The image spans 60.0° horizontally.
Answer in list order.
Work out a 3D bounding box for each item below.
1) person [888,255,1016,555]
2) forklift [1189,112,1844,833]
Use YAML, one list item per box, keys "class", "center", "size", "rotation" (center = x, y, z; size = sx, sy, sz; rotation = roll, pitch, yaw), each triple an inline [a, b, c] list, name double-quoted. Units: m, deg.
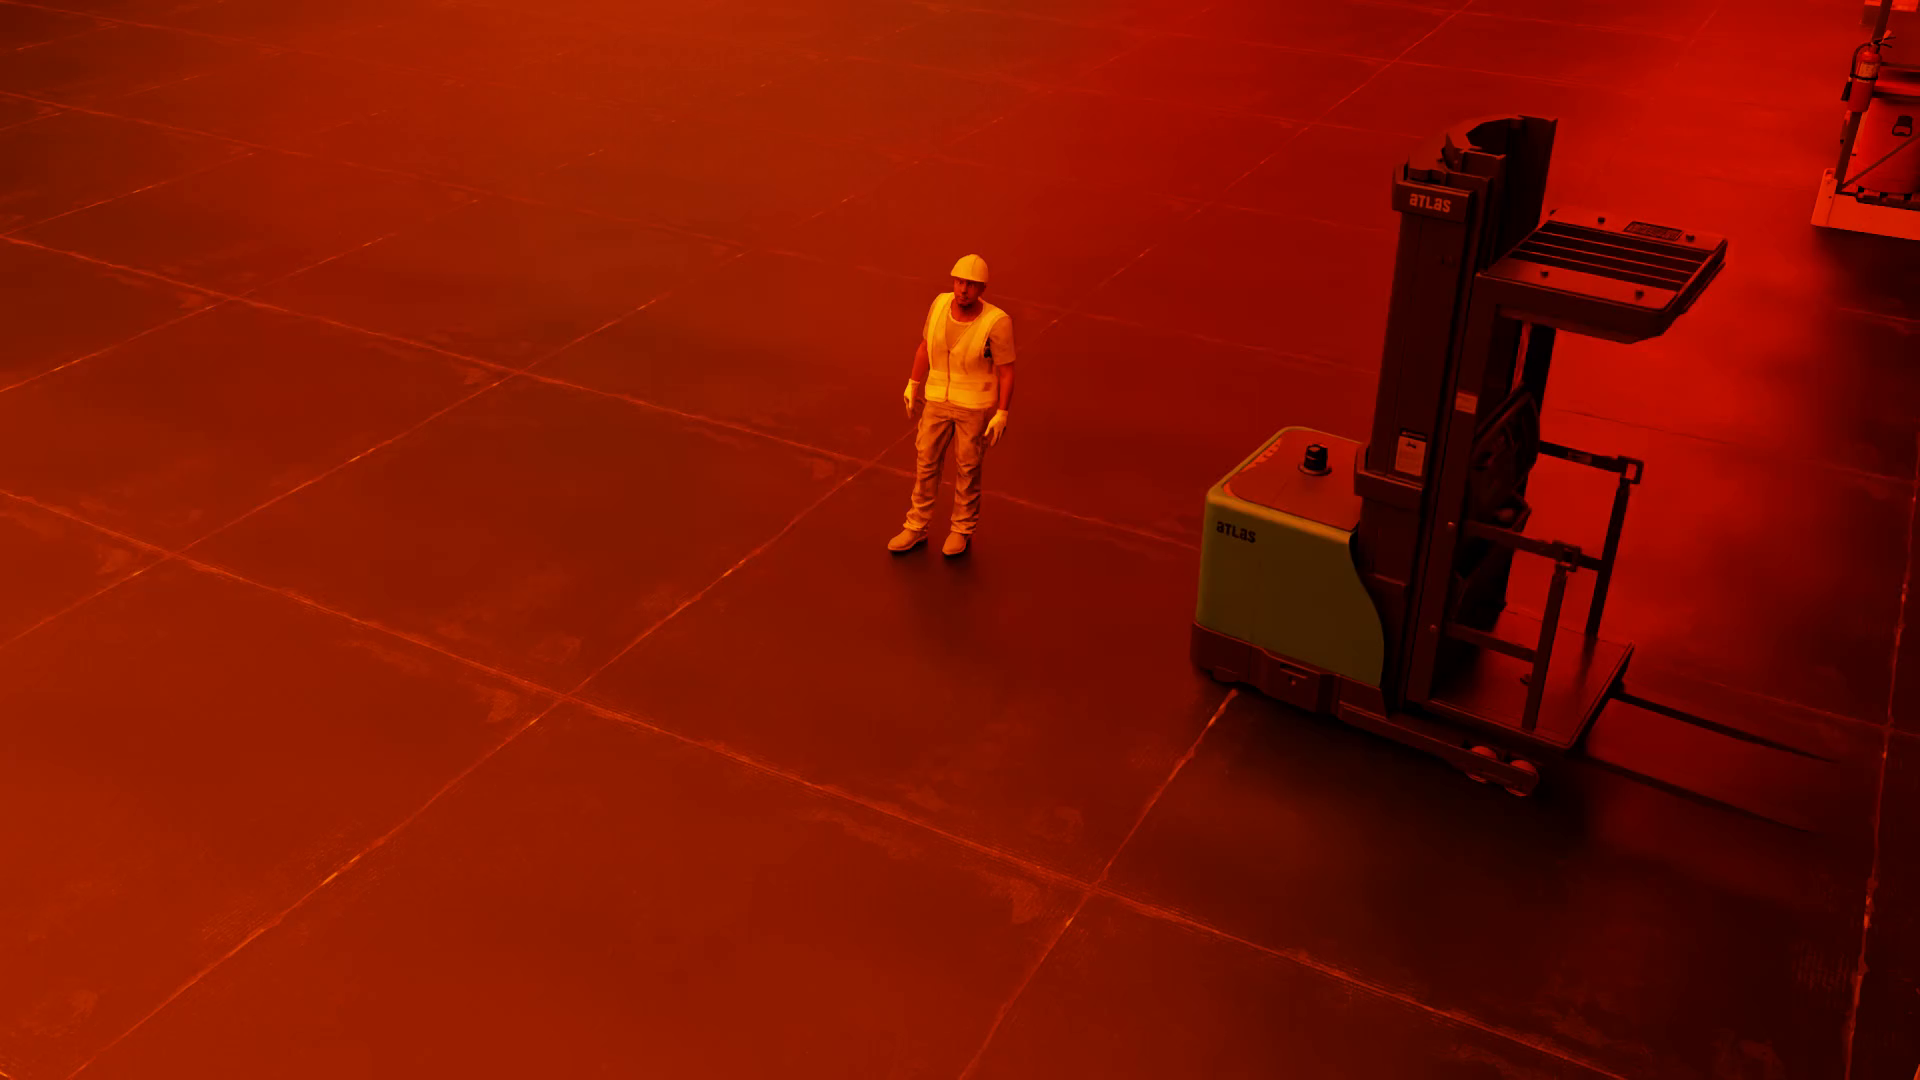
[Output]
- class: "person"
  center: [-0.042, -0.749, 9.503]
  size: [0.656, 1.781, 0.577]
  rotation: [15, 33, 25]
- class: "forklift"
  center: [2.714, -0.357, 7.690]
  size: [3.031, 2.935, 1.130]
  rotation: [19, 35, 30]
